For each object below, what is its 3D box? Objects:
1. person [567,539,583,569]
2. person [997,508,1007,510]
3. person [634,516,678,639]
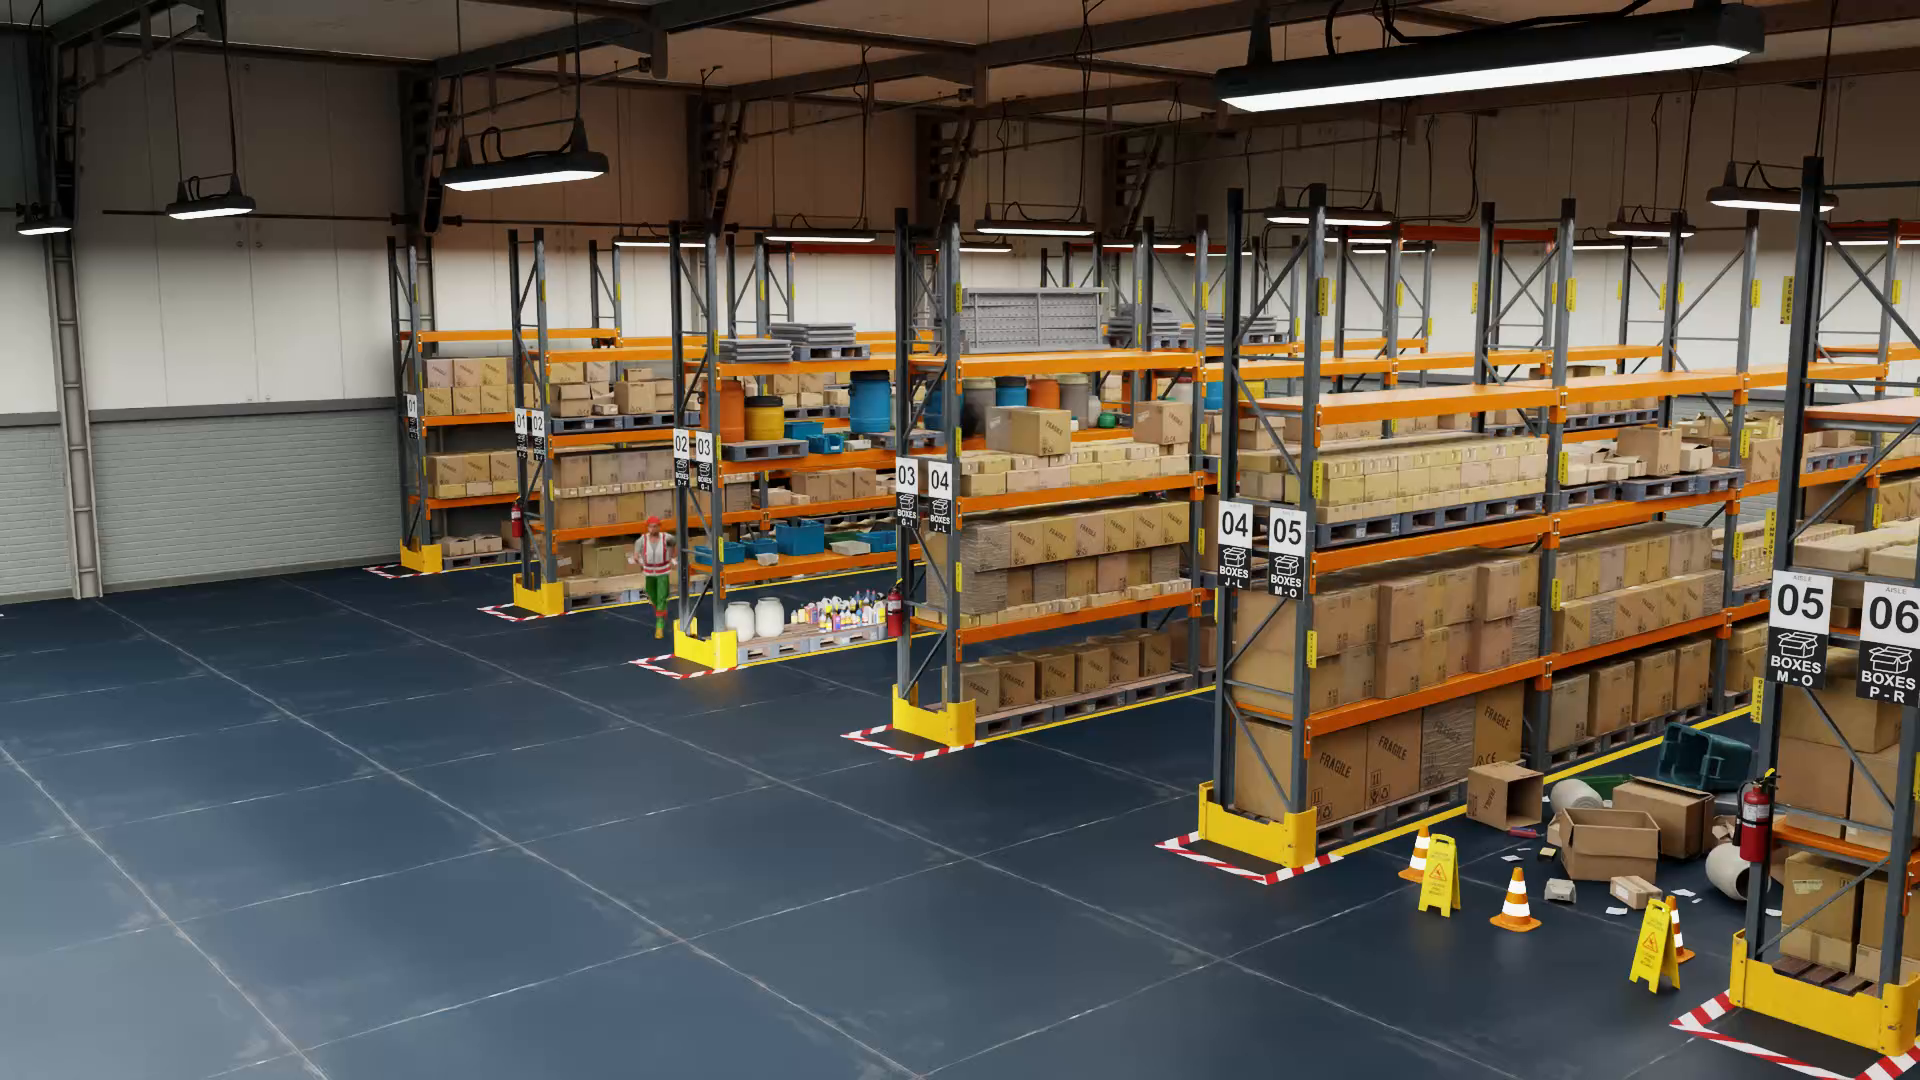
[{"bbox_3d":[-6.771,-0.174,29.272,0.709,1.732,0.846,3,9,19],"label":"person"},{"bbox_3d":[0.829,-0.172,29.996,0.720,1.469,0.981,5,10,29],"label":"person"},{"bbox_3d":[-4.469,0.497,24.543,0.628,1.762,1.041,0,9,2],"label":"person"}]
